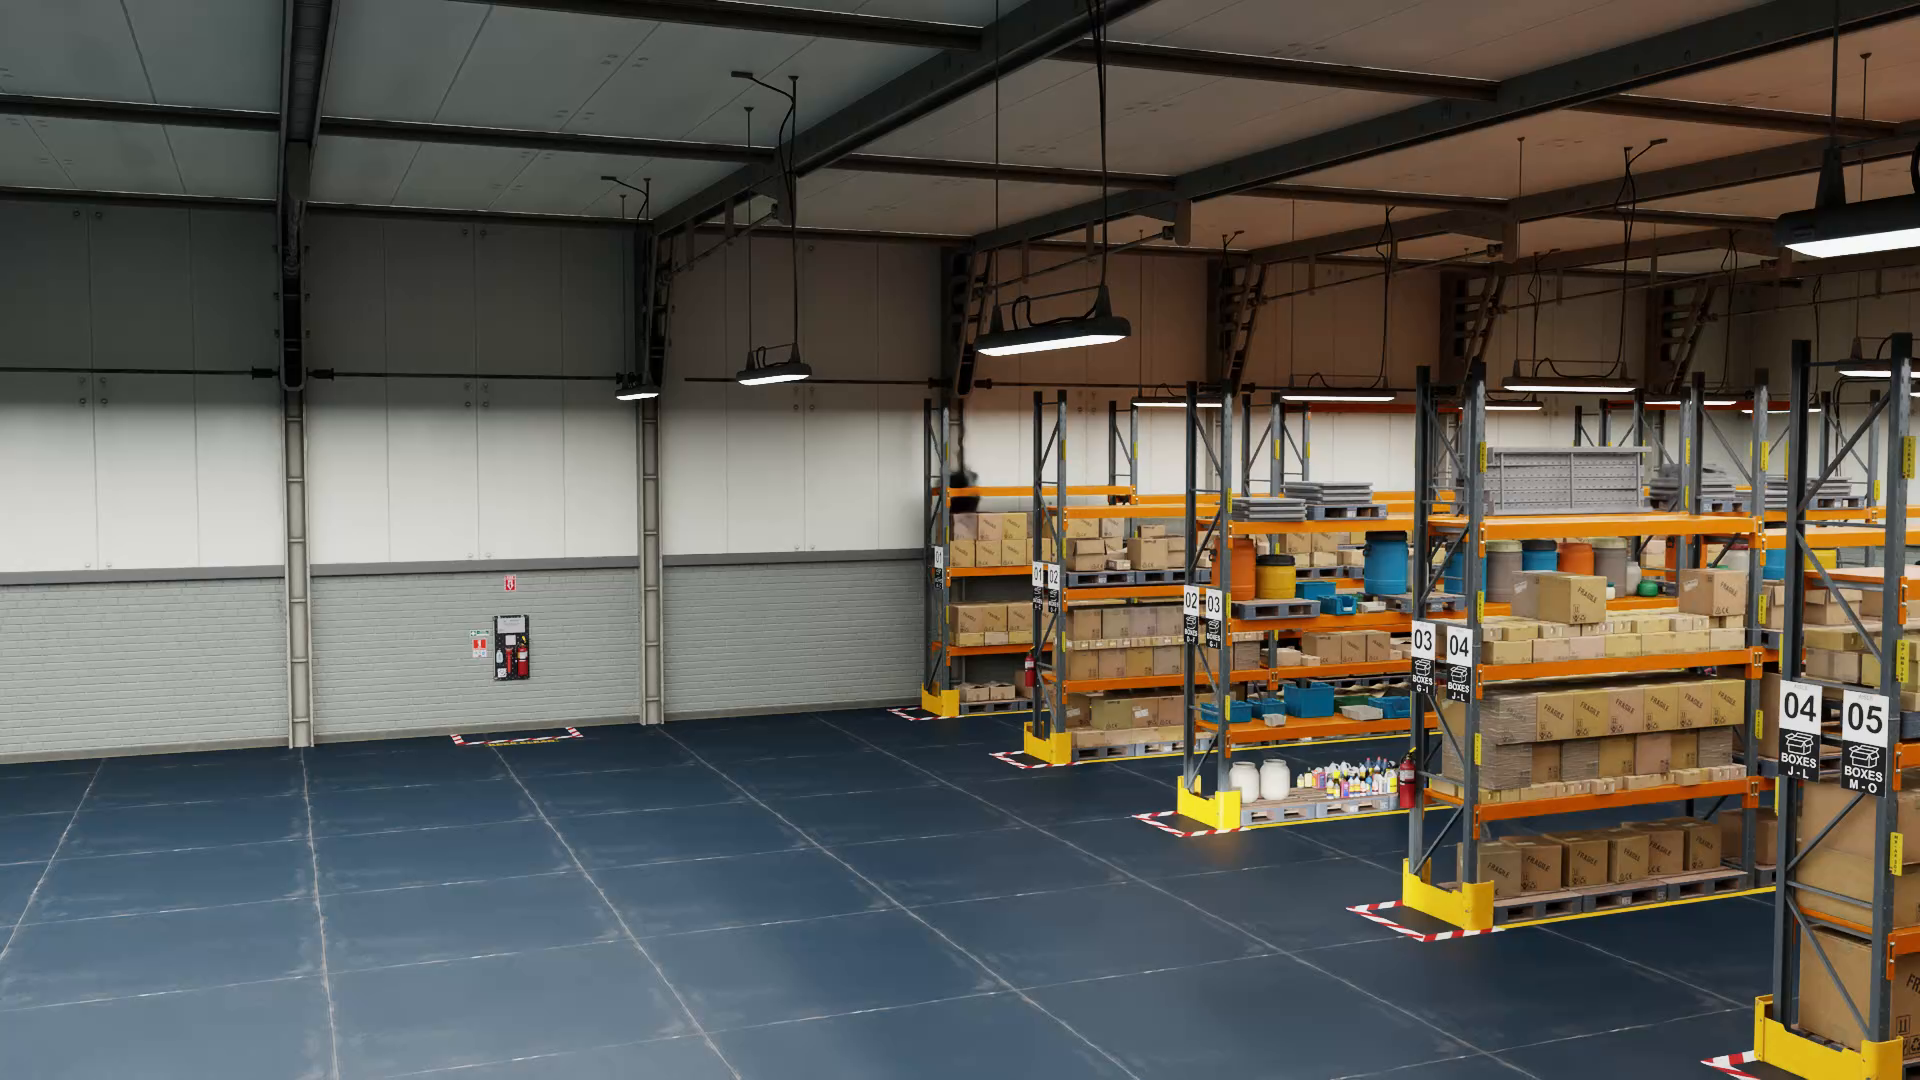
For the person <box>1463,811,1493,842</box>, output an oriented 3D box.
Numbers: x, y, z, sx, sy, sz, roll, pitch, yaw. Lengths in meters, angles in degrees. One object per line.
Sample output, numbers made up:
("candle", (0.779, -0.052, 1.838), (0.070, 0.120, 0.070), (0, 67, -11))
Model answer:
("person", (6.316, 3.067, 20.426), (0.796, 1.850, 0.704), (-2, 4, -30))
